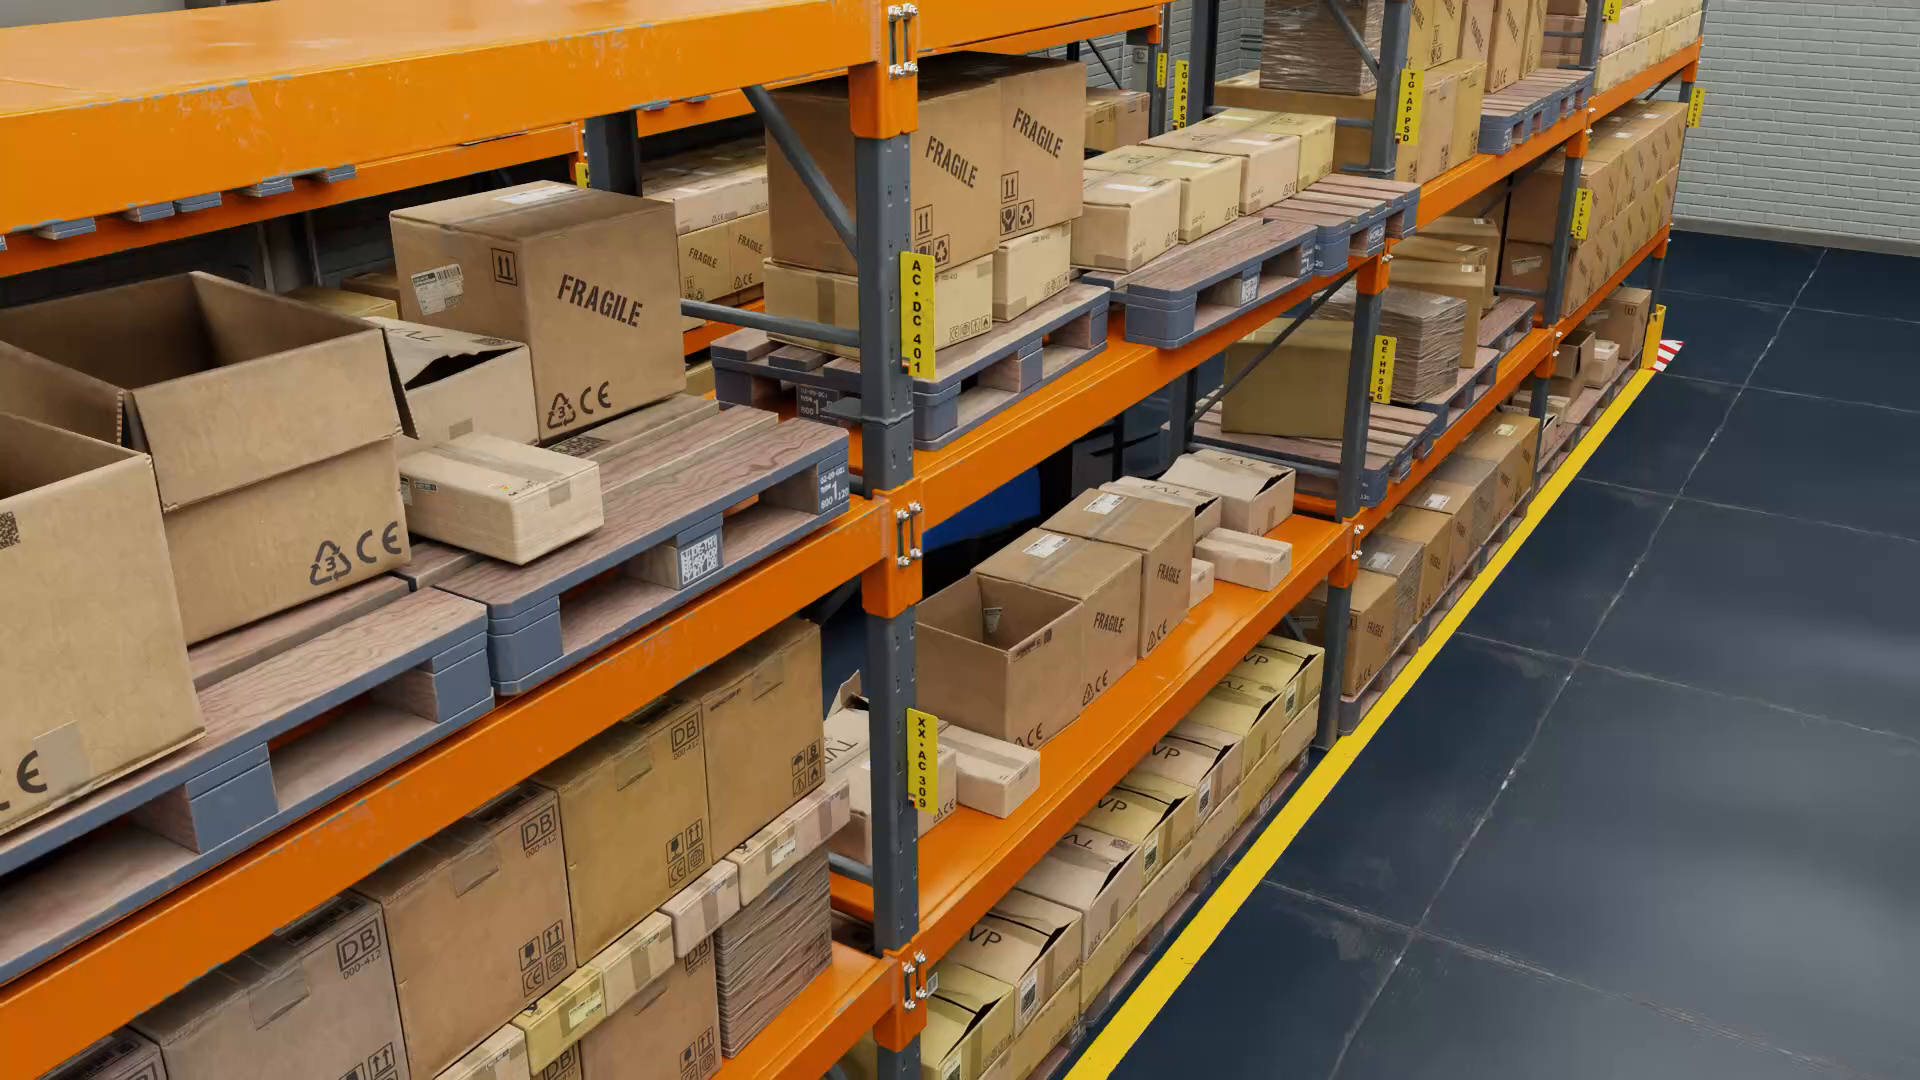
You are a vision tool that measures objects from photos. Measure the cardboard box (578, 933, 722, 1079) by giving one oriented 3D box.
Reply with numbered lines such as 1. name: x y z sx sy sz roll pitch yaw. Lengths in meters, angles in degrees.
1. cardboard box: -1.082 1.244 4.475 0.700 0.500 0.500 14 27 28

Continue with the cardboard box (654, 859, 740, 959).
1. cardboard box: -0.810 0.924 4.397 0.380 0.149 0.250 13 27 27

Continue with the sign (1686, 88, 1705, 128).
1. sign: 6.210 -3.644 14.037 0.100 0.325 0.005 14 27 29

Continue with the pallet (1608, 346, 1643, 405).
1. pallet: 5.290 -1.516 14.487 1.003 0.211 1.213 14 27 29

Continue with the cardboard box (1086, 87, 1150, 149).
1. cardboard box: 1.278 -4.091 16.547 0.980 0.700 0.700 15 28 31

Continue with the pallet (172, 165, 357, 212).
1. pallet: -3.830 -1.905 8.334 1.213 0.211 1.003 14 27 29

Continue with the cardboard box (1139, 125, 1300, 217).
1. cardboard box: 1.077 -1.545 6.929 0.500 0.250 0.500 15 27 30

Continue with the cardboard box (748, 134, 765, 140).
1. cardboard box: -1.305 -3.035 13.015 0.500 0.250 0.500 14 27 30

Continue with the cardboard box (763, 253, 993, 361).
1. cardboard box: -0.247 -0.747 5.084 0.500 0.250 0.500 17 29 34

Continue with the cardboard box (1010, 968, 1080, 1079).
1. cardboard box: 0.114 1.772 6.313 0.500 0.250 0.500 15 27 30

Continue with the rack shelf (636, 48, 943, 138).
1. rack shelf: -1.626 -3.149 11.878 1.077 0.370 4.000 14 27 29

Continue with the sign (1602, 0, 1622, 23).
1. sign: 4.113 -3.420 10.453 0.100 0.325 0.005 14 27 29

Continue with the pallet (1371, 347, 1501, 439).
1. pallet: 2.551 -0.960 9.933 1.003 0.211 1.213 14 27 29

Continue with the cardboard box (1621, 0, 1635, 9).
1. cardboard box: 4.248 -3.933 11.400 0.700 0.500 0.500 14 27 29

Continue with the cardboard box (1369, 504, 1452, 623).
1. cardboard box: 2.553 0.115 9.802 0.500 0.500 0.500 13 27 28

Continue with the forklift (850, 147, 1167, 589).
1. forklift: 0.549 -1.502 11.030 3.031 2.935 1.130 -18 29 -35

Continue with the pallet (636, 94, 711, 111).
1. pallet: -2.386 -2.946 10.741 1.213 0.211 1.003 15 28 31

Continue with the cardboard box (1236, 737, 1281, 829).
1. cardboard box: 1.190 1.082 7.908 0.500 0.250 0.500 14 27 28

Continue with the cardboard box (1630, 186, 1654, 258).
1. cardboard box: 5.206 -2.585 13.321 0.500 0.500 0.500 14 27 29

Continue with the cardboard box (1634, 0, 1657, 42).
1. cardboard box: 4.643 -3.725 11.864 0.500 0.250 0.500 14 27 29

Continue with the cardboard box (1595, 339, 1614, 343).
1. cardboard box: 5.382 -1.639 14.274 0.380 0.166 0.250 14 27 29

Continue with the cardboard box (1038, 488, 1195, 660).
1. cardboard box: 0.658 0.133 7.041 0.500 0.500 0.500 12 26 26

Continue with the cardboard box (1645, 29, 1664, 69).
1. cardboard box: 4.899 -3.667 12.357 0.500 0.250 0.500 14 27 29

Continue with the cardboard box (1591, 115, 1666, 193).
1. cardboard box: 5.213 -3.041 13.114 0.500 0.500 0.500 15 27 30

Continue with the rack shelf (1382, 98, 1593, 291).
1. rack shelf: 2.584 -2.112 9.483 1.077 0.370 4.000 14 27 29

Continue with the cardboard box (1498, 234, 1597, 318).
1. cardboard box: 4.140 -1.902 11.741 0.500 0.500 0.500 15 27 30

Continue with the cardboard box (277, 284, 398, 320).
1. cardboard box: -3.559 -1.089 9.311 0.700 0.500 0.500 14 27 29

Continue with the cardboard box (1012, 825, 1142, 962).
1. cardboard box: 0.390 1.341 6.603 0.500 0.311 0.500 13 27 27

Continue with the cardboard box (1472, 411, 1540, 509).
1. cardboard box: 3.623 -0.569 11.381 0.500 0.500 0.500 14 27 29

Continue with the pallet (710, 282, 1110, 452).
1. pallet: -0.126 -0.630 5.394 0.805 0.209 1.217 13 26 27

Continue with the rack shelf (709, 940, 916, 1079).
1. rack shelf: -1.635 1.965 3.842 1.077 0.370 4.000 14 27 29

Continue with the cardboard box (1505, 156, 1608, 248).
1. cardboard box: 4.127 -2.346 11.508 0.500 0.500 0.500 15 27 30

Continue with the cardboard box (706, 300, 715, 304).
1. cardboard box: -1.930 -1.650 11.576 0.380 0.149 0.250 14 27 28

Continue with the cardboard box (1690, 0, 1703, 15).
1. cardboard box: 5.695 -4.401 13.424 0.500 0.250 0.500 14 27 29

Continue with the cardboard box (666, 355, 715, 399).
1. cardboard box: -2.182 -0.854 11.625 0.750 0.750 0.750 13 27 28

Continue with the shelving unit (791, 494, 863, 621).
1. shelving unit: -0.900 -0.215 9.858 0.587 1.500 1.083 12 26 26

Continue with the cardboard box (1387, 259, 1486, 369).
1. cardboard box: 2.760 -1.370 9.985 0.700 0.500 0.500 7 24 16

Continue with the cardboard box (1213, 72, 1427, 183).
1. cardboard box: 1.731 -1.967 8.117 0.910 0.500 0.500 14 27 29

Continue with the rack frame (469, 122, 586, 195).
1. rack frame: -2.681 -1.428 10.772 1.000 3.000 0.127 14 27 29

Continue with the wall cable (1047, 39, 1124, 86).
1. wall cable: 1.411 -5.224 18.263 0.084 1.984 1.851 14 27 29

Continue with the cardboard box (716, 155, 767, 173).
1. cardboard box: -1.415 -2.587 11.981 0.500 0.250 0.500 13 27 28

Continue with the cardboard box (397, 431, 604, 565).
1. cardboard box: -0.985 -0.094 3.528 0.380 0.149 0.250 14 27 29

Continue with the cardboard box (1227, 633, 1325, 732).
1. cardboard box: 1.462 0.649 8.201 0.500 0.311 0.500 15 27 30

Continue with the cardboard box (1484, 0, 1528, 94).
1. cardboard box: 2.978 -3.017 9.887 0.600 0.600 0.600 14 27 28

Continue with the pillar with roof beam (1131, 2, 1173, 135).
1. pillar with roof beam: 5.886 -7.071 16.257 9.100 9.000 0.400 14 27 29

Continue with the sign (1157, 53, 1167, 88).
1. sign: 1.993 -4.649 16.458 0.100 0.325 0.005 14 27 29

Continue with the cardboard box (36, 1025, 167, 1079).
1. cardboard box: -1.867 1.146 3.067 0.700 0.500 0.500 14 27 29

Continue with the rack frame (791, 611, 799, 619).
1. rack frame: -1.147 -0.034 9.441 0.500 1.500 0.032 12 26 26

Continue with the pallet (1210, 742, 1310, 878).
1. pallet: 1.062 1.159 8.308 1.003 0.211 1.213 14 27 29

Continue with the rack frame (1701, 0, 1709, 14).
1. rack frame: 5.749 -5.844 13.422 1.000 3.000 0.127 14 27 29

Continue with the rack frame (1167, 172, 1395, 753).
1. rack frame: 1.529 -0.391 8.377 1.000 3.000 0.127 14 27 29

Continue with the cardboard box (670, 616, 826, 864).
1. cardboard box: -0.809 0.469 4.632 0.700 0.500 0.500 14 27 29

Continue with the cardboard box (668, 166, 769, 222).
1. cardboard box: -1.679 -2.414 11.580 0.500 0.250 0.500 14 27 29

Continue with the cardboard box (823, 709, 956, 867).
1. cardboard box: -0.358 0.853 5.693 0.500 0.250 0.500 16 28 32
